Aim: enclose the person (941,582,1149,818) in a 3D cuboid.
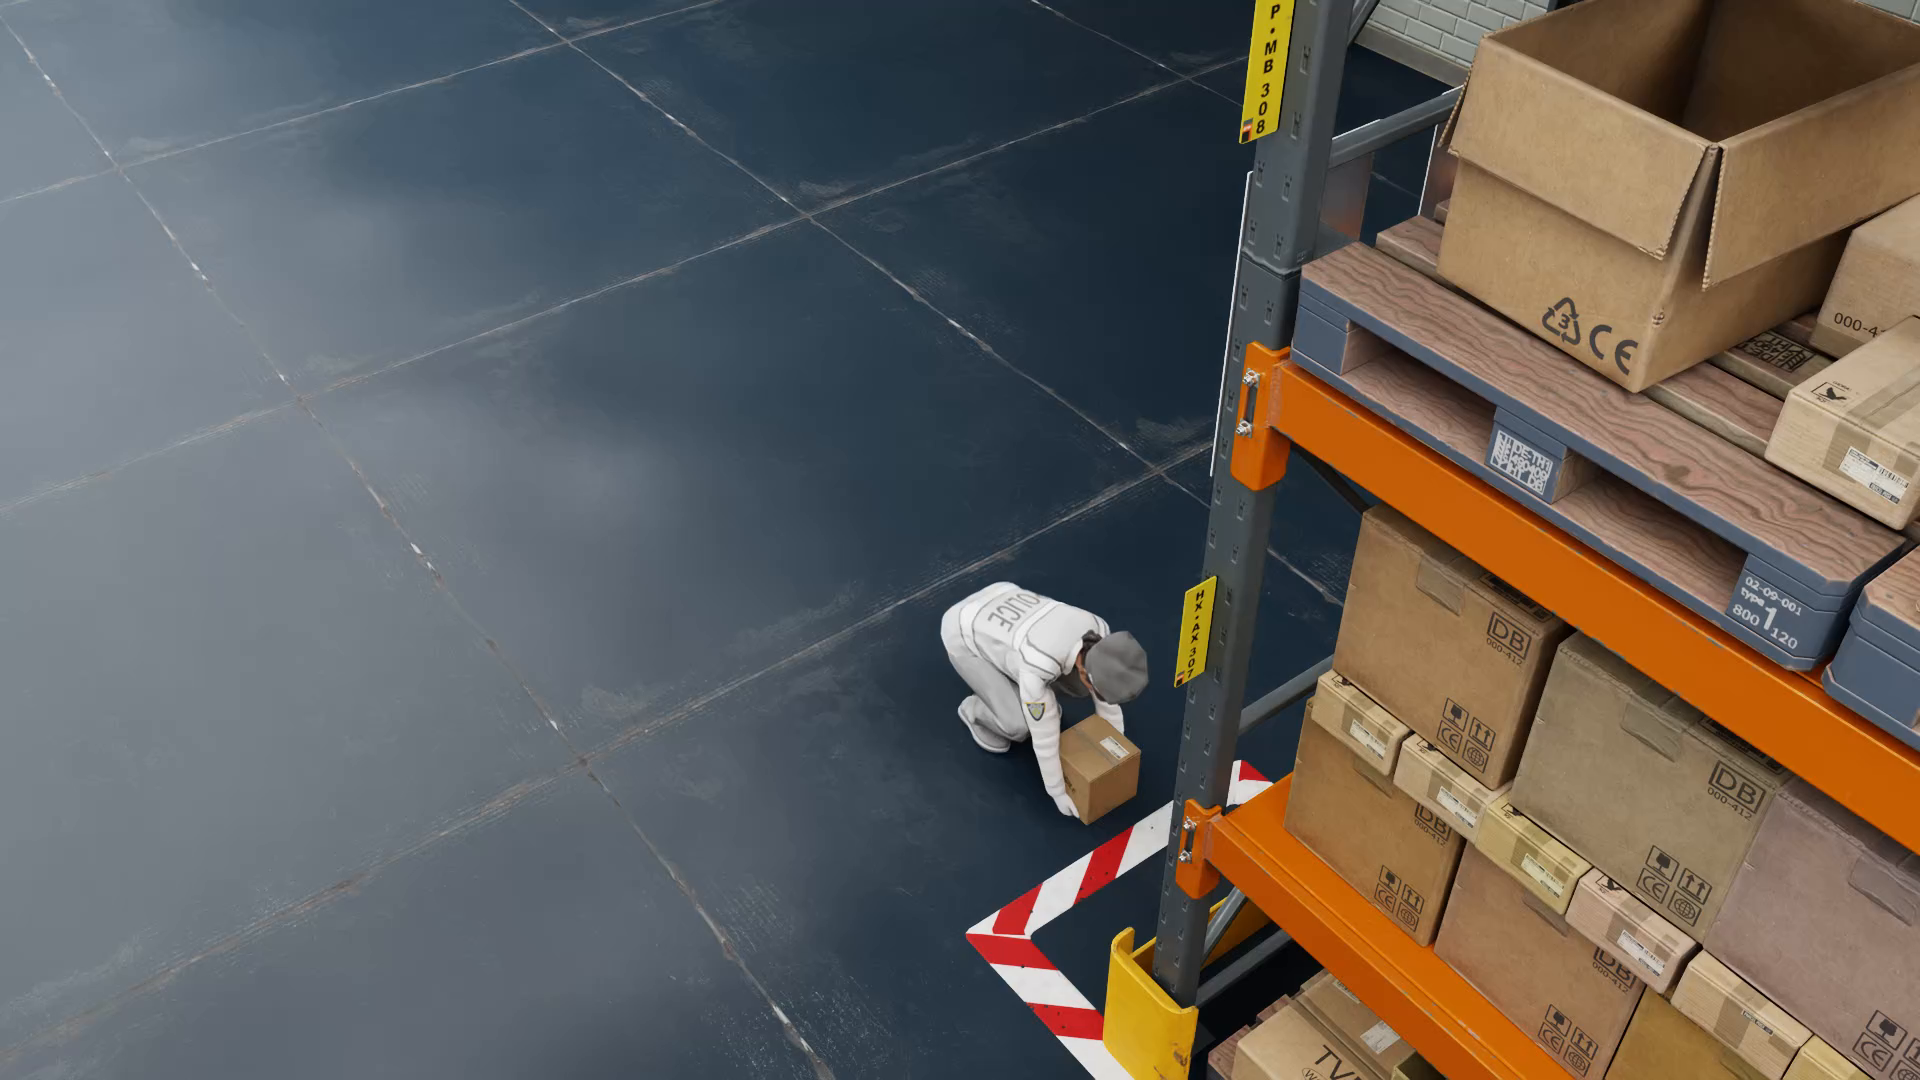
[{"bbox_3d":[0.310,0.528,6.276,0.470,0.840,0.892,-27,47,-28],"label":"person"}]
